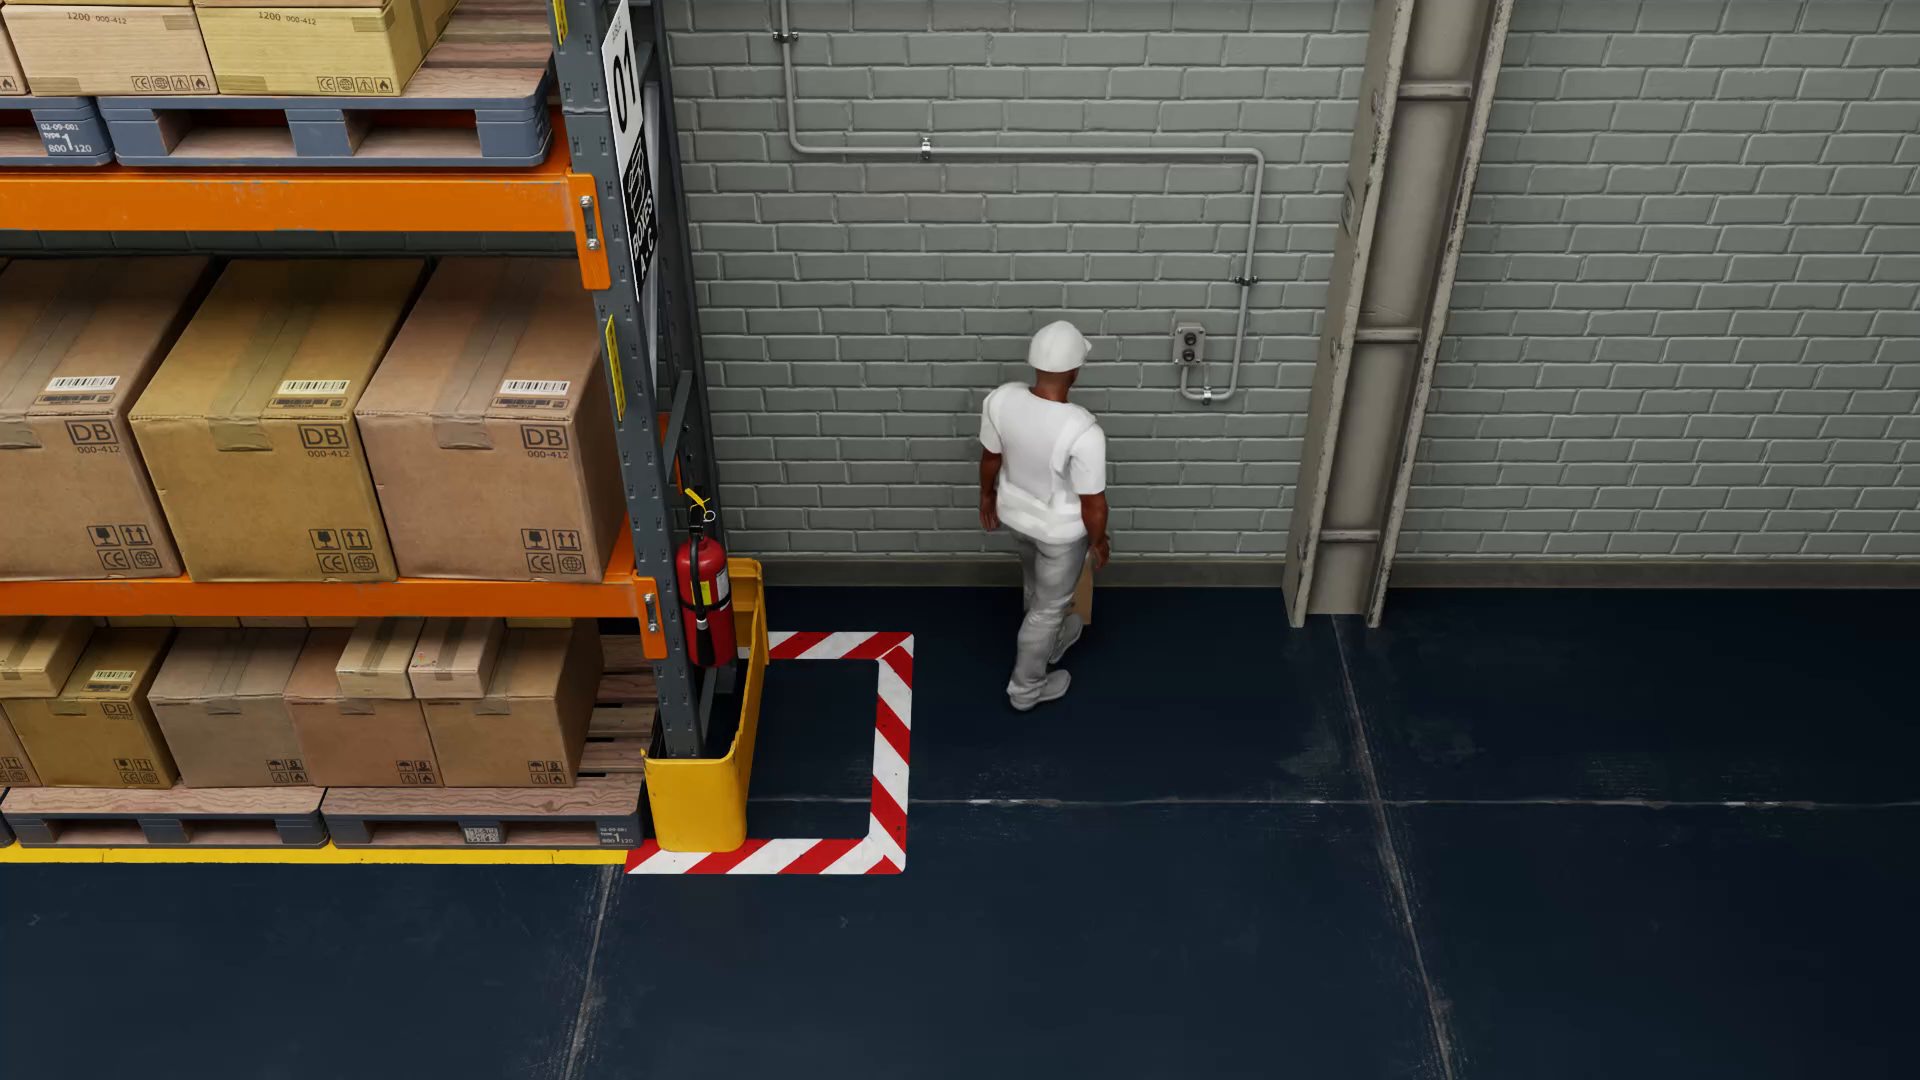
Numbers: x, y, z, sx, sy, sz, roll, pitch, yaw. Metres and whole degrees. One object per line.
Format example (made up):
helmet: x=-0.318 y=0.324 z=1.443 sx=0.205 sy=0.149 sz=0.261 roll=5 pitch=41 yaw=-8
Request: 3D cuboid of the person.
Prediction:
person: x=0.378 y=-0.123 z=6.635 sx=0.585 sy=1.771 sz=0.626 roll=29 pitch=47 yaw=30
